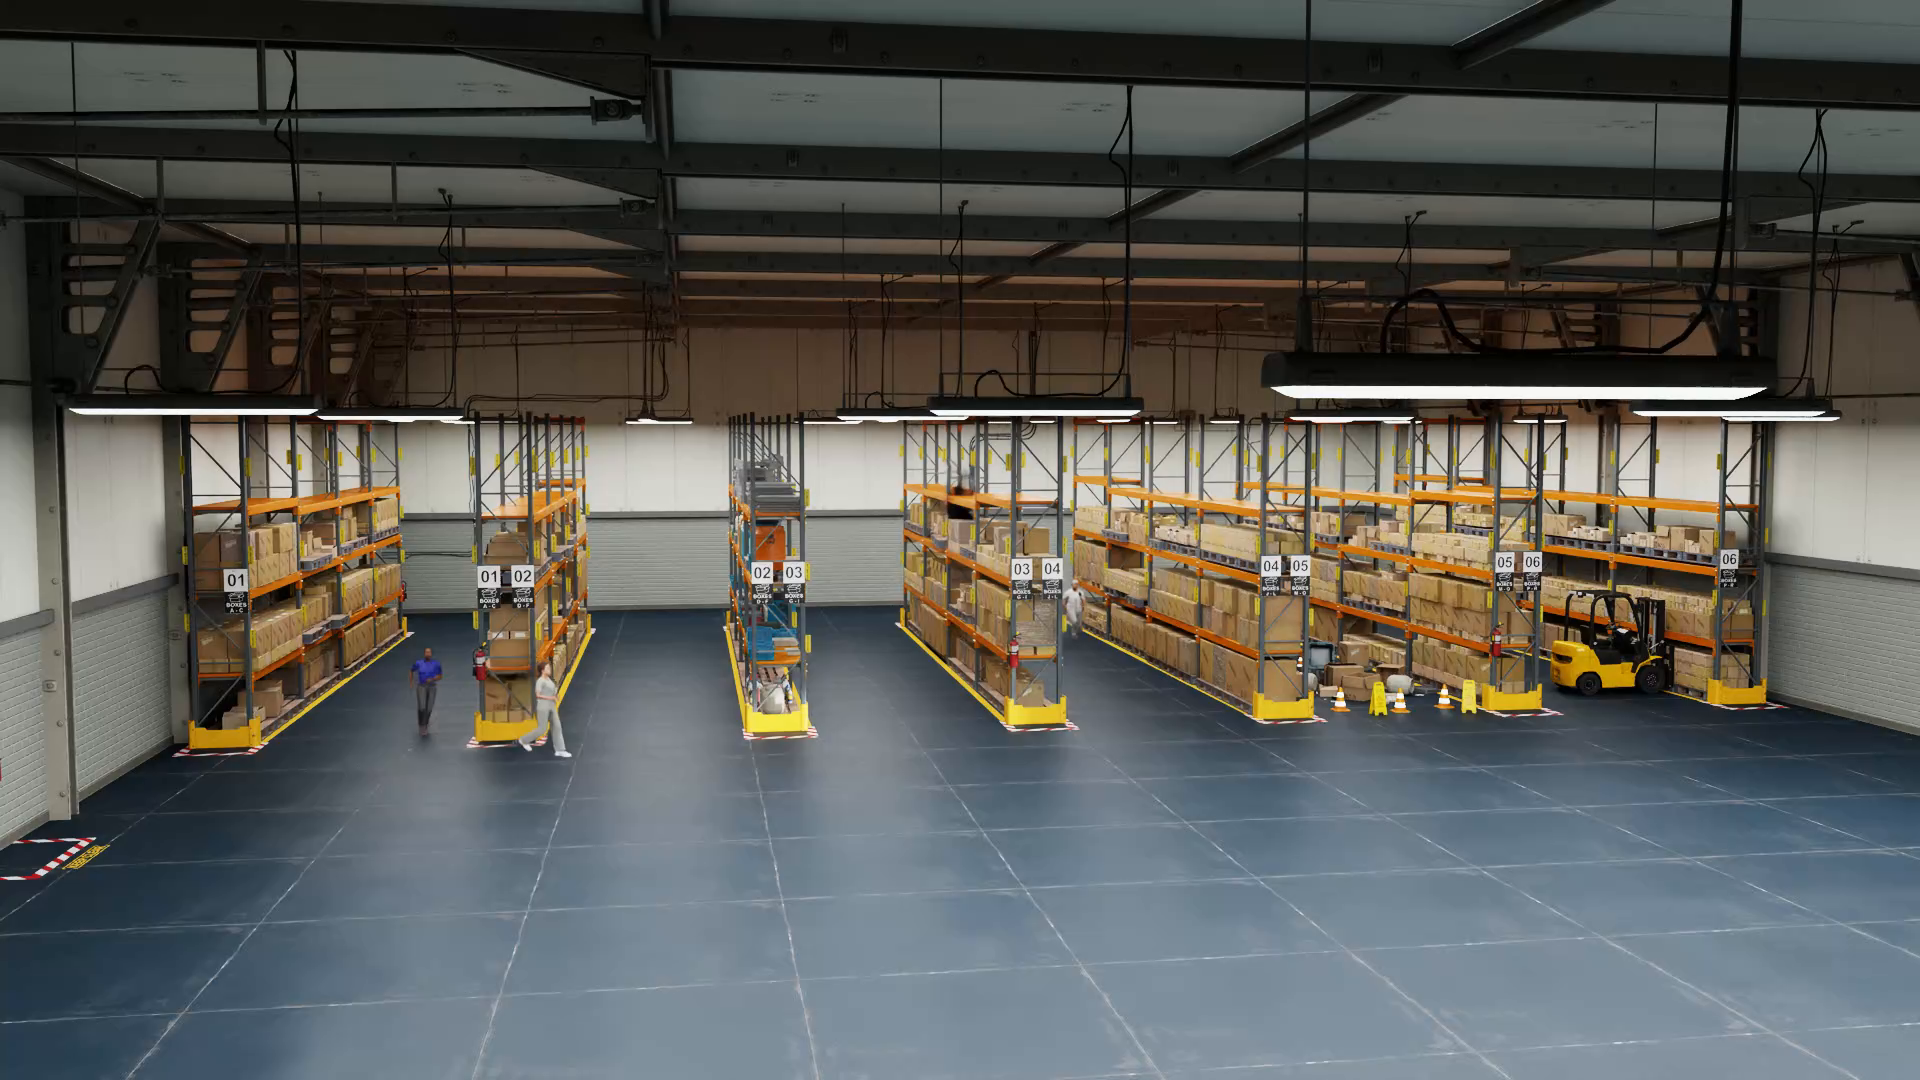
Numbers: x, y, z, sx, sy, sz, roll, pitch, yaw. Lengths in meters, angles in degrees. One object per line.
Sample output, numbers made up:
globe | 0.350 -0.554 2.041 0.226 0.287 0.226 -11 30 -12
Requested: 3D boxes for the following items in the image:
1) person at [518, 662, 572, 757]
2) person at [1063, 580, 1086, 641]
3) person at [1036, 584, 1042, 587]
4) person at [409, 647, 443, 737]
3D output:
person | -7.178 2.923 28.740 0.964 1.655 0.581 1 4 13
person | 2.962 1.845 43.072 0.620 1.631 0.830 -1 4 -9
person | 2.056 1.586 48.596 0.746 1.693 0.572 2 5 32
person | -9.917 2.819 30.906 0.568 1.676 0.650 -2 4 -26
